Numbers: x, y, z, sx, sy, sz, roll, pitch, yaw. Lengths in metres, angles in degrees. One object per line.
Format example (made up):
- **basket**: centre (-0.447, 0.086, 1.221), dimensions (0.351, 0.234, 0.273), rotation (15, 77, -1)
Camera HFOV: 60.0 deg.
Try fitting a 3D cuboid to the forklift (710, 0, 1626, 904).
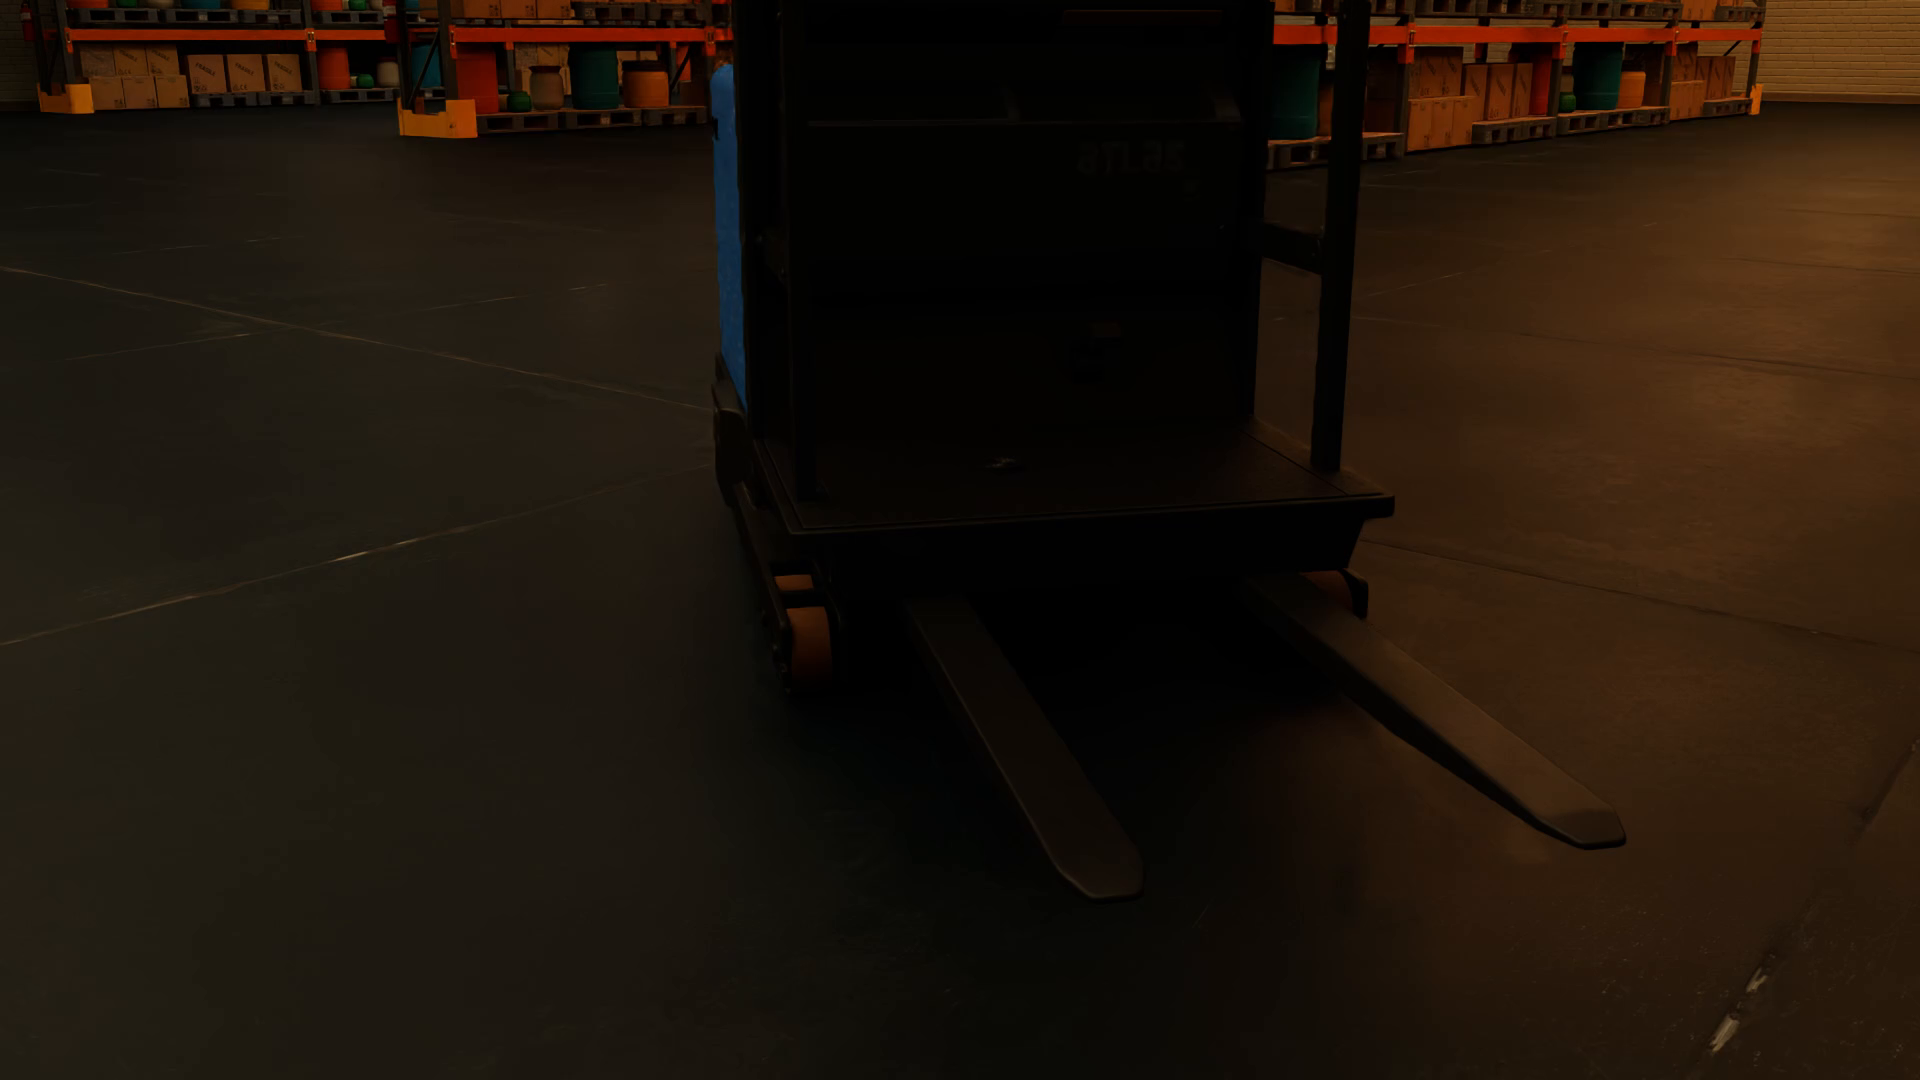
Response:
- **forklift**: centre (0.150, -1.238, 2.975), dimensions (1.130, 2.935, 3.031), rotation (-4, 17, -12)
